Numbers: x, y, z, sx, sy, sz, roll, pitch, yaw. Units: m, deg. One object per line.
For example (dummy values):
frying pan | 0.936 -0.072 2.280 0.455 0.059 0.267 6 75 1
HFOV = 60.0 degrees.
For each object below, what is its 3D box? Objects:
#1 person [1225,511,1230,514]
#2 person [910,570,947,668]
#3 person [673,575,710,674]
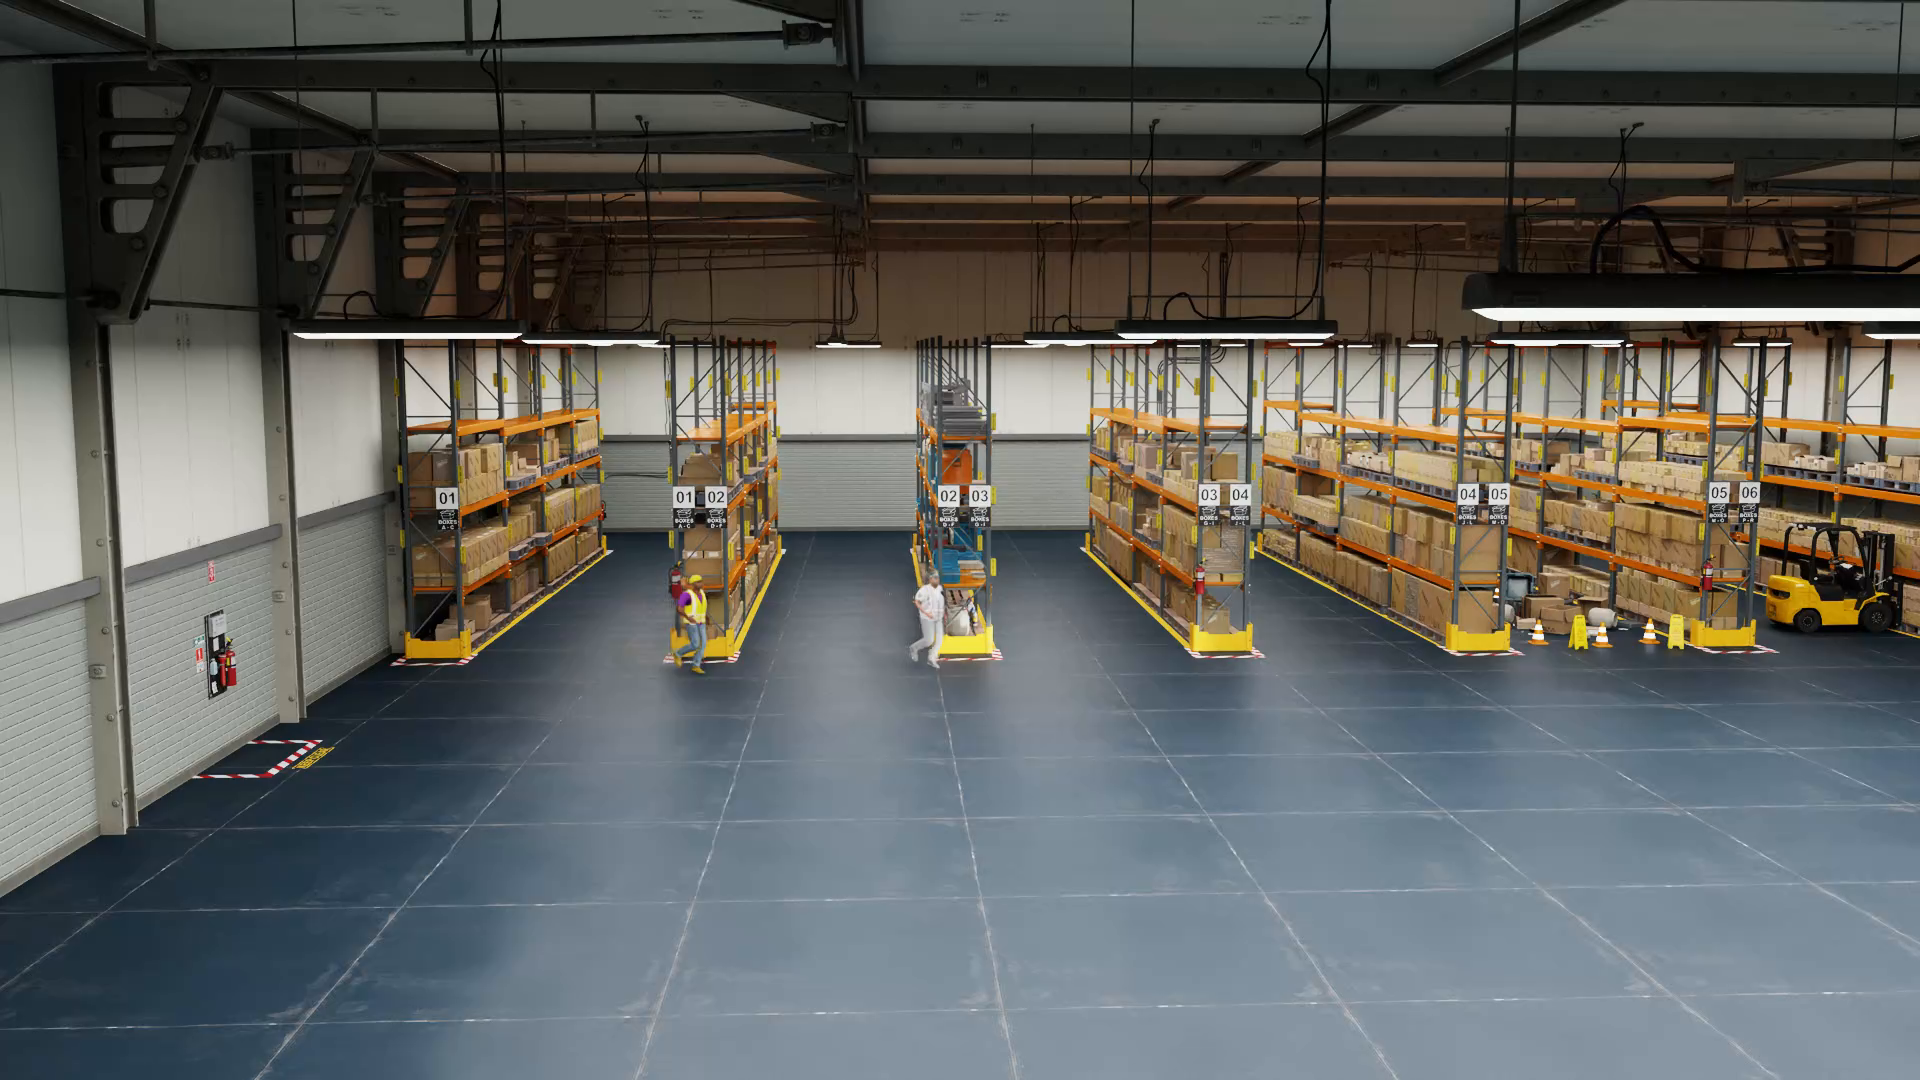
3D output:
person | 7.467 -0.373 45.989 0.672 1.806 0.710 0 6 3
person | -0.525 1.426 30.383 0.681 1.772 0.692 -6 9 -43
person | -4.771 1.498 29.817 0.677 1.755 0.712 4 8 32
